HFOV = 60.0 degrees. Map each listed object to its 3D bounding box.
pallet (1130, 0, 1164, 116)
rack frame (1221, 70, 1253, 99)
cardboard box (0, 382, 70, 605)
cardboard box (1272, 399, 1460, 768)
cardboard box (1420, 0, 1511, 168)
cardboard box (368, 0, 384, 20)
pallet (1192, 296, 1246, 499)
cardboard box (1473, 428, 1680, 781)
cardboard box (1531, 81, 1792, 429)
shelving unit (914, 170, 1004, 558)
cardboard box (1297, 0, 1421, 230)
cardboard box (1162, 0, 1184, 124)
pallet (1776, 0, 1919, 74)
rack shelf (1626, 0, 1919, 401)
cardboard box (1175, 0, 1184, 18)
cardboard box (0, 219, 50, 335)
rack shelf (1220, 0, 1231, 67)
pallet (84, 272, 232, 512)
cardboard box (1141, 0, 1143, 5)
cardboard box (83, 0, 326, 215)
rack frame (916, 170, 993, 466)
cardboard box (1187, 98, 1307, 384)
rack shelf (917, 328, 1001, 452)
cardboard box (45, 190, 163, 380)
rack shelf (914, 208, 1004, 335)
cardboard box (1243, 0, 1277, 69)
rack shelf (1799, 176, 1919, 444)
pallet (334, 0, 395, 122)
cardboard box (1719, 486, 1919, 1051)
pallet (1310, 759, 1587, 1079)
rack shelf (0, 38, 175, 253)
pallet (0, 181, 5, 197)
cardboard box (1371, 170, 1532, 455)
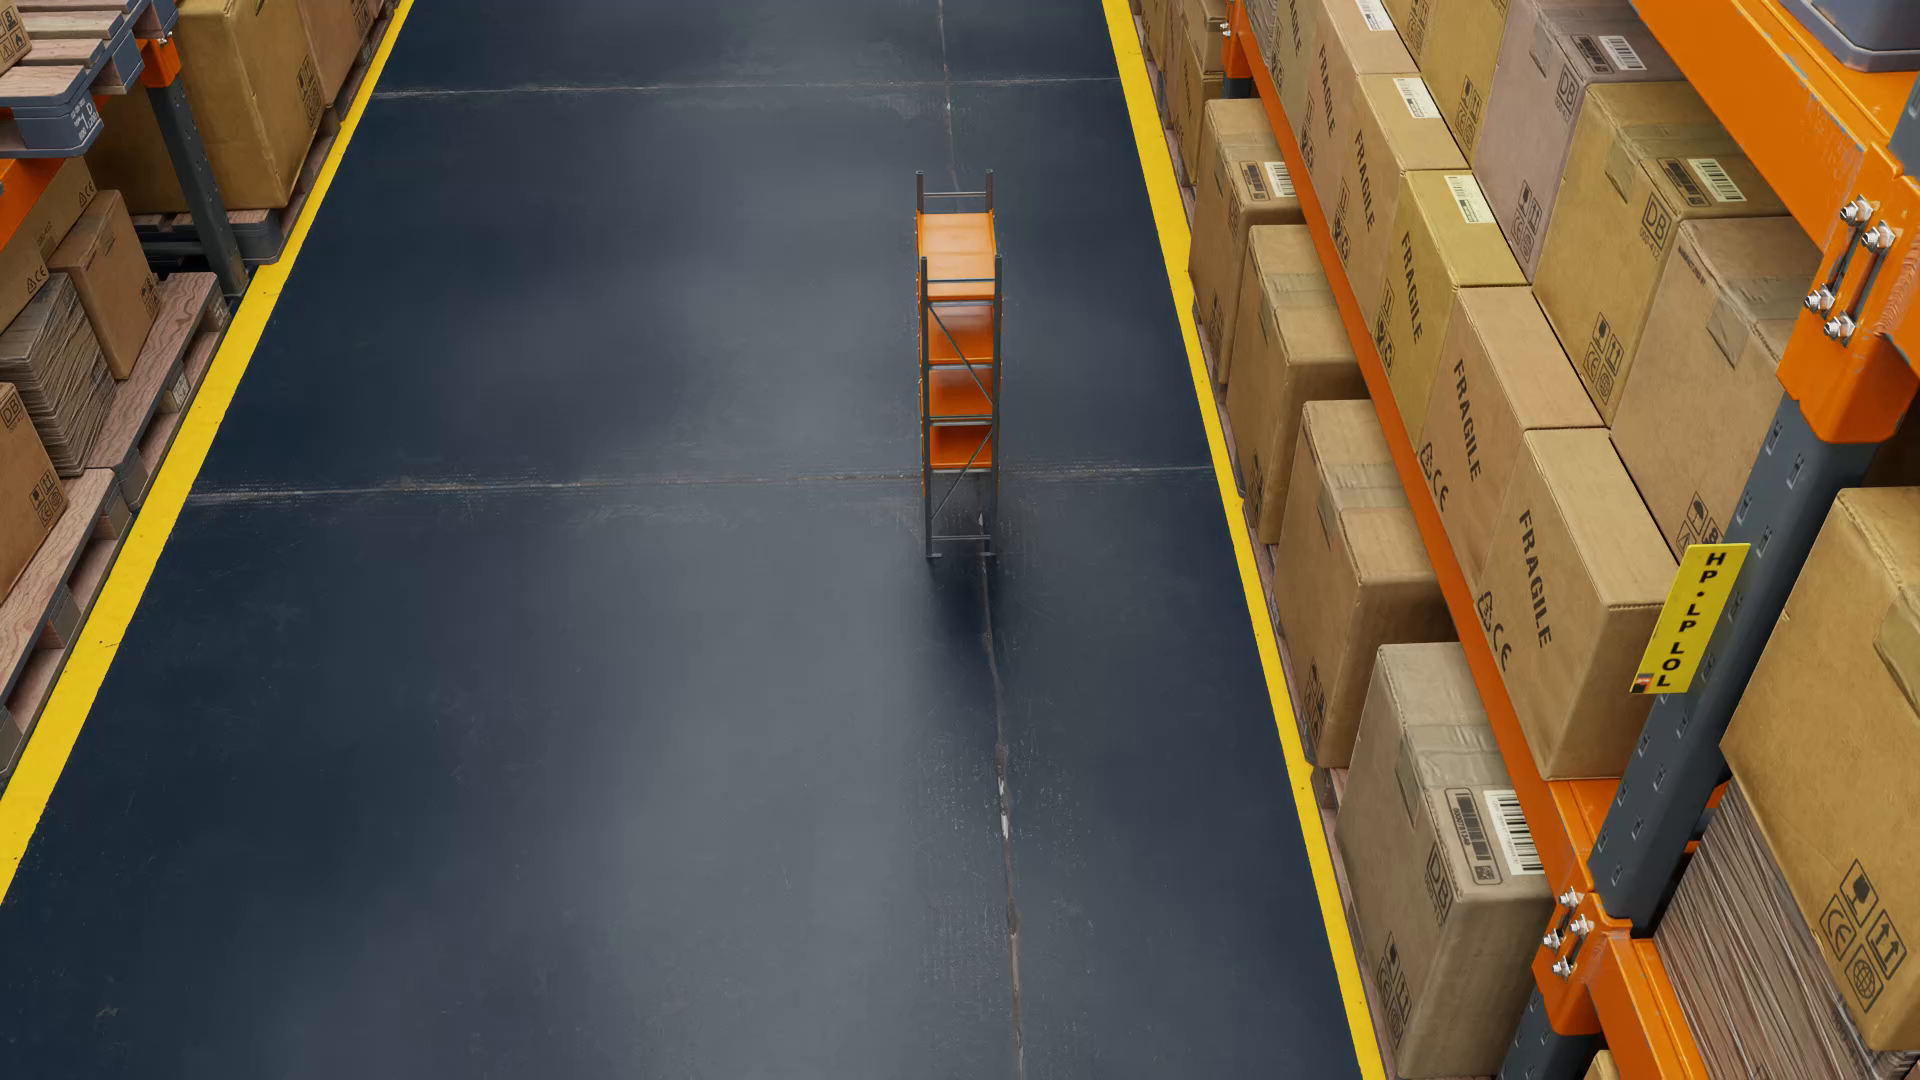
[{"bbox_3d":[1.429,-2.519,8.342,1.003,0.211,1.213,-2,43,-2],"label":"pallet"},{"bbox_3d":[1.510,-2.198,5.928,1.000,3.000,0.127,-2,43,-2],"label":"rack frame"},{"bbox_3d":[-3.335,-0.156,5.224,0.700,0.500,0.500,2,43,2],"label":"cardboard box"},{"bbox_3d":[1.526,0.109,4.765,1.050,0.750,0.750,-2,43,-2],"label":"cardboard box"},{"bbox_3d":[1.587,-1.267,4.098,0.700,0.500,0.500,-2,43,-2],"label":"cardboard box"},{"bbox_3d":[-3.534,-3.161,8.240,1.225,0.875,0.875,-3,43,-3],"label":"cardboard box"},{"bbox_3d":[1.468,-0.635,6.287,1.003,0.211,1.213,-2,43,-2],"label":"pallet"},{"bbox_3d":[1.390,0.121,3.324,0.500,0.500,0.500,-2,43,-2],"label":"cardboard box"},{"bbox_3d":[1.629,-0.585,3.354,0.700,0.500,0.500,-2,43,-2],"label":"cardboard box"},{"bbox_3d":[-0.007,-0.554,5.466,0.258,1.200,0.503,-2,43,-2],"label":"shelving unit"},{"bbox_3d":[1.304,-1.240,4.809,0.500,0.500,0.500,-2,43,-2],"label":"cardboard box"},{"bbox_3d":[1.202,-2.218,7.489,0.500,0.500,0.500,0,43,0],"label":"cardboard box"},{"bbox_3d":[1.591,-1.150,2.706,0.805,0.209,1.217,-3,43,-4],"label":"pallet"},{"bbox_3d":[1.594,-1.688,3.684,1.077,0.370,4.000,-2,43,-2],"label":"rack shelf"},{"bbox_3d":[1.186,-2.502,7.244,0.500,0.250,0.500,-1,43,-1],"label":"cardboard box"},{"bbox_3d":[-3.359,-0.831,5.406,0.500,0.250,0.500,3,43,3],"label":"cardboard box"},{"bbox_3d":[1.425,-3.283,7.644,1.077,0.370,4.000,-2,43,-2],"label":"rack shelf"},{"bbox_3d":[-3.419,-0.568,6.213,1.003,0.211,1.213,-2,43,-2],"label":"pallet"},{"bbox_3d":[1.166,-2.914,8.249,0.500,0.500,0.500,-1,43,-1],"label":"cardboard box"},{"bbox_3d":[-3.459,-1.962,6.932,1.225,0.875,0.875,-3,43,-4],"label":"cardboard box"},{"bbox_3d":[-0.017,-0.719,5.646,0.240,1.200,0.015,-2,43,-2],"label":"rack frame"},{"bbox_3d":[1.446,-1.109,6.095,1.050,0.750,0.750,-2,43,-2],"label":"cardboard box"},{"bbox_3d":[-0.007,-0.504,5.512,0.258,0.148,0.480,-2,43,-2],"label":"rack shelf"},{"bbox_3d":[-3.402,-0.912,6.050,0.700,0.500,0.500,-4,43,-4],"label":"cardboard box"},{"bbox_3d":[-0.007,-0.844,5.201,0.258,0.148,0.480,-2,43,-2],"label":"rack shelf"},{"bbox_3d":[1.259,-1.924,5.555,0.500,0.500,0.500,-1,43,-1],"label":"cardboard box"},{"bbox_3d":[1.764,1.012,0.738,1.077,0.370,4.000,-2,43,-2],"label":"rack shelf"},{"bbox_3d":[-3.457,-2.452,8.268,1.003,0.211,1.213,-2,43,-2],"label":"pallet"},{"bbox_3d":[1.661,0.300,2.293,0.875,0.550,0.550,-2,43,-2],"label":"cardboard box"},{"bbox_3d":[1.571,1.012,4.490,1.003,0.211,1.213,-2,43,-2],"label":"pallet"},{"bbox_3d":[-3.365,-0.508,4.617,1.077,0.370,4.000,-2,43,-2],"label":"rack shelf"},{"bbox_3d":[-3.325,-0.718,4.455,1.003,0.211,1.213,-2,43,-2],"label":"pallet"},{"bbox_3d":[1.347,-0.561,4.068,0.500,0.500,0.500,-1,43,-1],"label":"cardboard box"}]
